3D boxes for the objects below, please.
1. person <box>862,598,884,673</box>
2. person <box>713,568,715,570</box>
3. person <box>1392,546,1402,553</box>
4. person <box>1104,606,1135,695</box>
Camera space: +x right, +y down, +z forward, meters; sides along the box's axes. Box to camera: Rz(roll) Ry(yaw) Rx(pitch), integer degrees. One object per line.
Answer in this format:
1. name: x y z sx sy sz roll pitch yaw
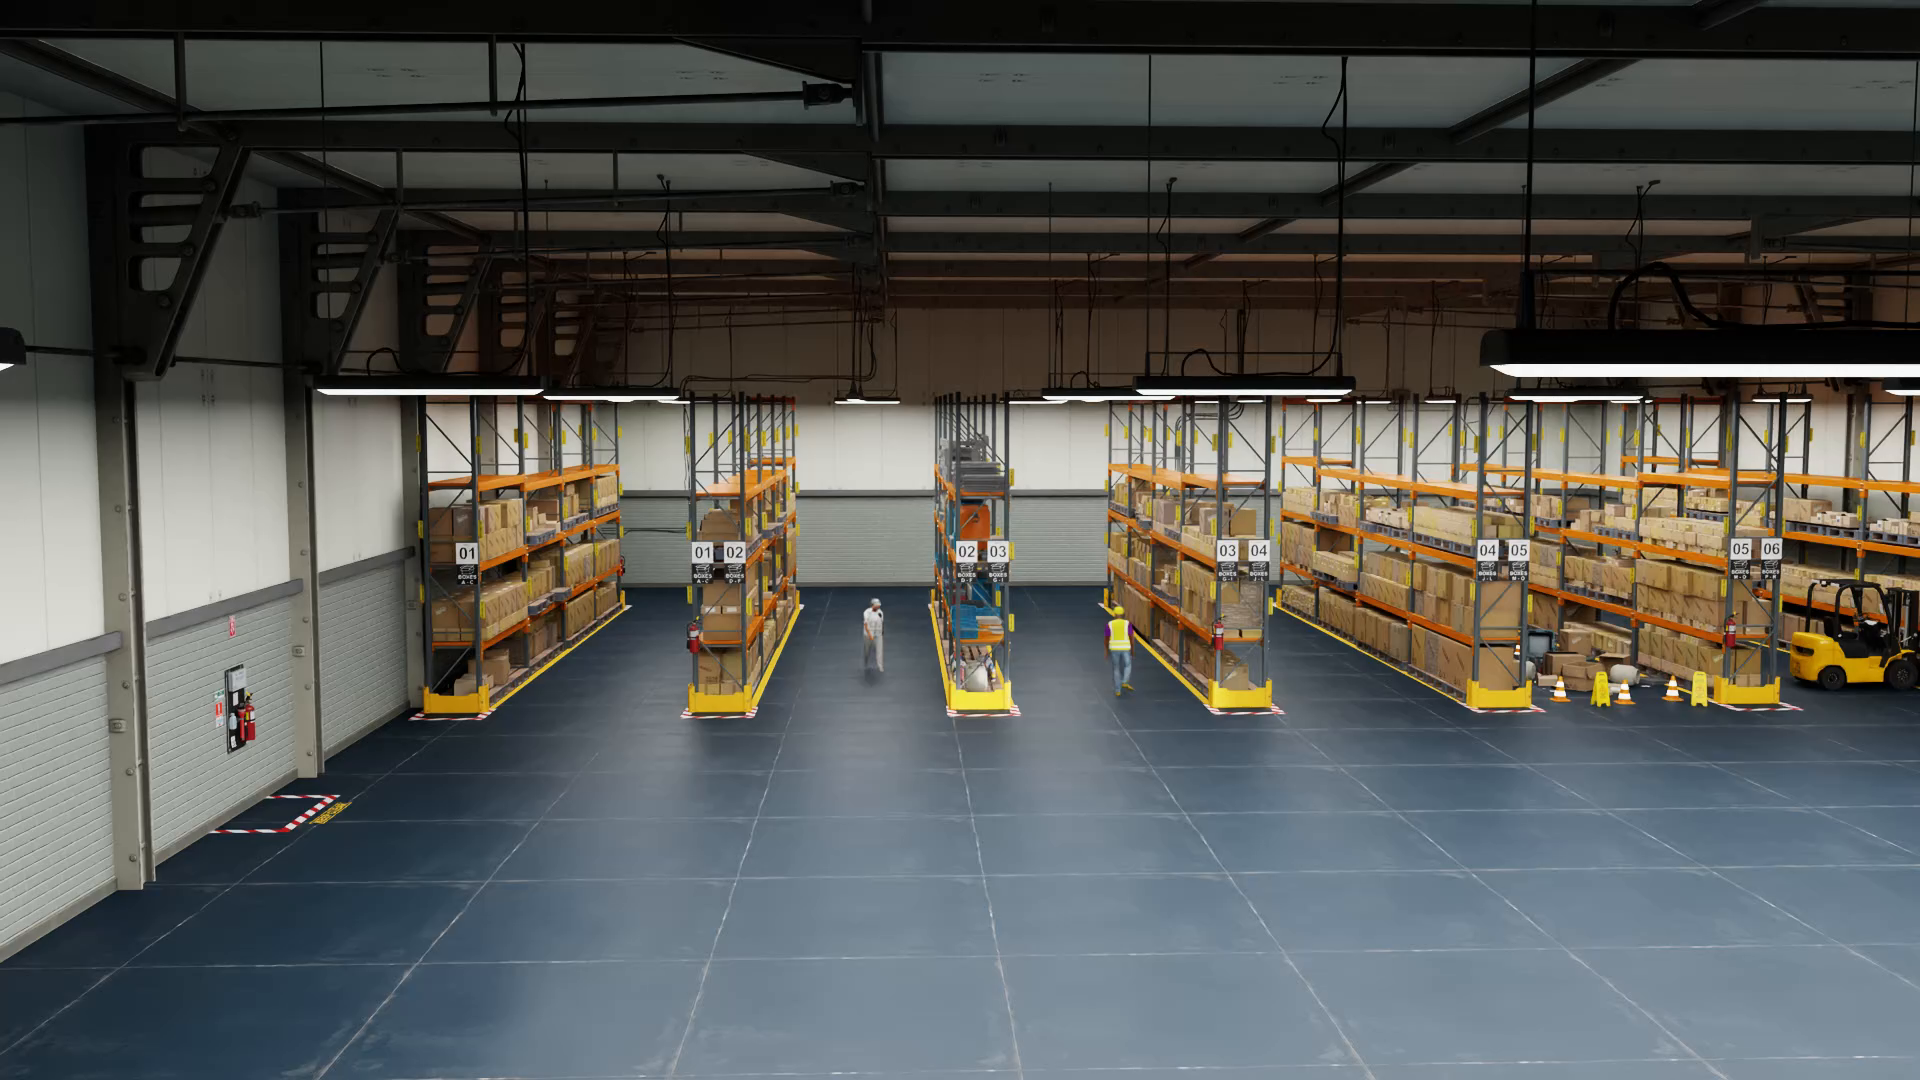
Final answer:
1. person: -1.851 2.046 35.926 0.468 1.574 1.095 -1 5 -18
2. person: -6.771 1.232 46.175 0.596 1.599 0.701 1 5 8
3. person: 12.950 0.907 49.217 0.986 1.728 0.535 -1 5 -8
4. person: 3.170 2.193 33.030 0.610 1.756 0.489 1 5 8
